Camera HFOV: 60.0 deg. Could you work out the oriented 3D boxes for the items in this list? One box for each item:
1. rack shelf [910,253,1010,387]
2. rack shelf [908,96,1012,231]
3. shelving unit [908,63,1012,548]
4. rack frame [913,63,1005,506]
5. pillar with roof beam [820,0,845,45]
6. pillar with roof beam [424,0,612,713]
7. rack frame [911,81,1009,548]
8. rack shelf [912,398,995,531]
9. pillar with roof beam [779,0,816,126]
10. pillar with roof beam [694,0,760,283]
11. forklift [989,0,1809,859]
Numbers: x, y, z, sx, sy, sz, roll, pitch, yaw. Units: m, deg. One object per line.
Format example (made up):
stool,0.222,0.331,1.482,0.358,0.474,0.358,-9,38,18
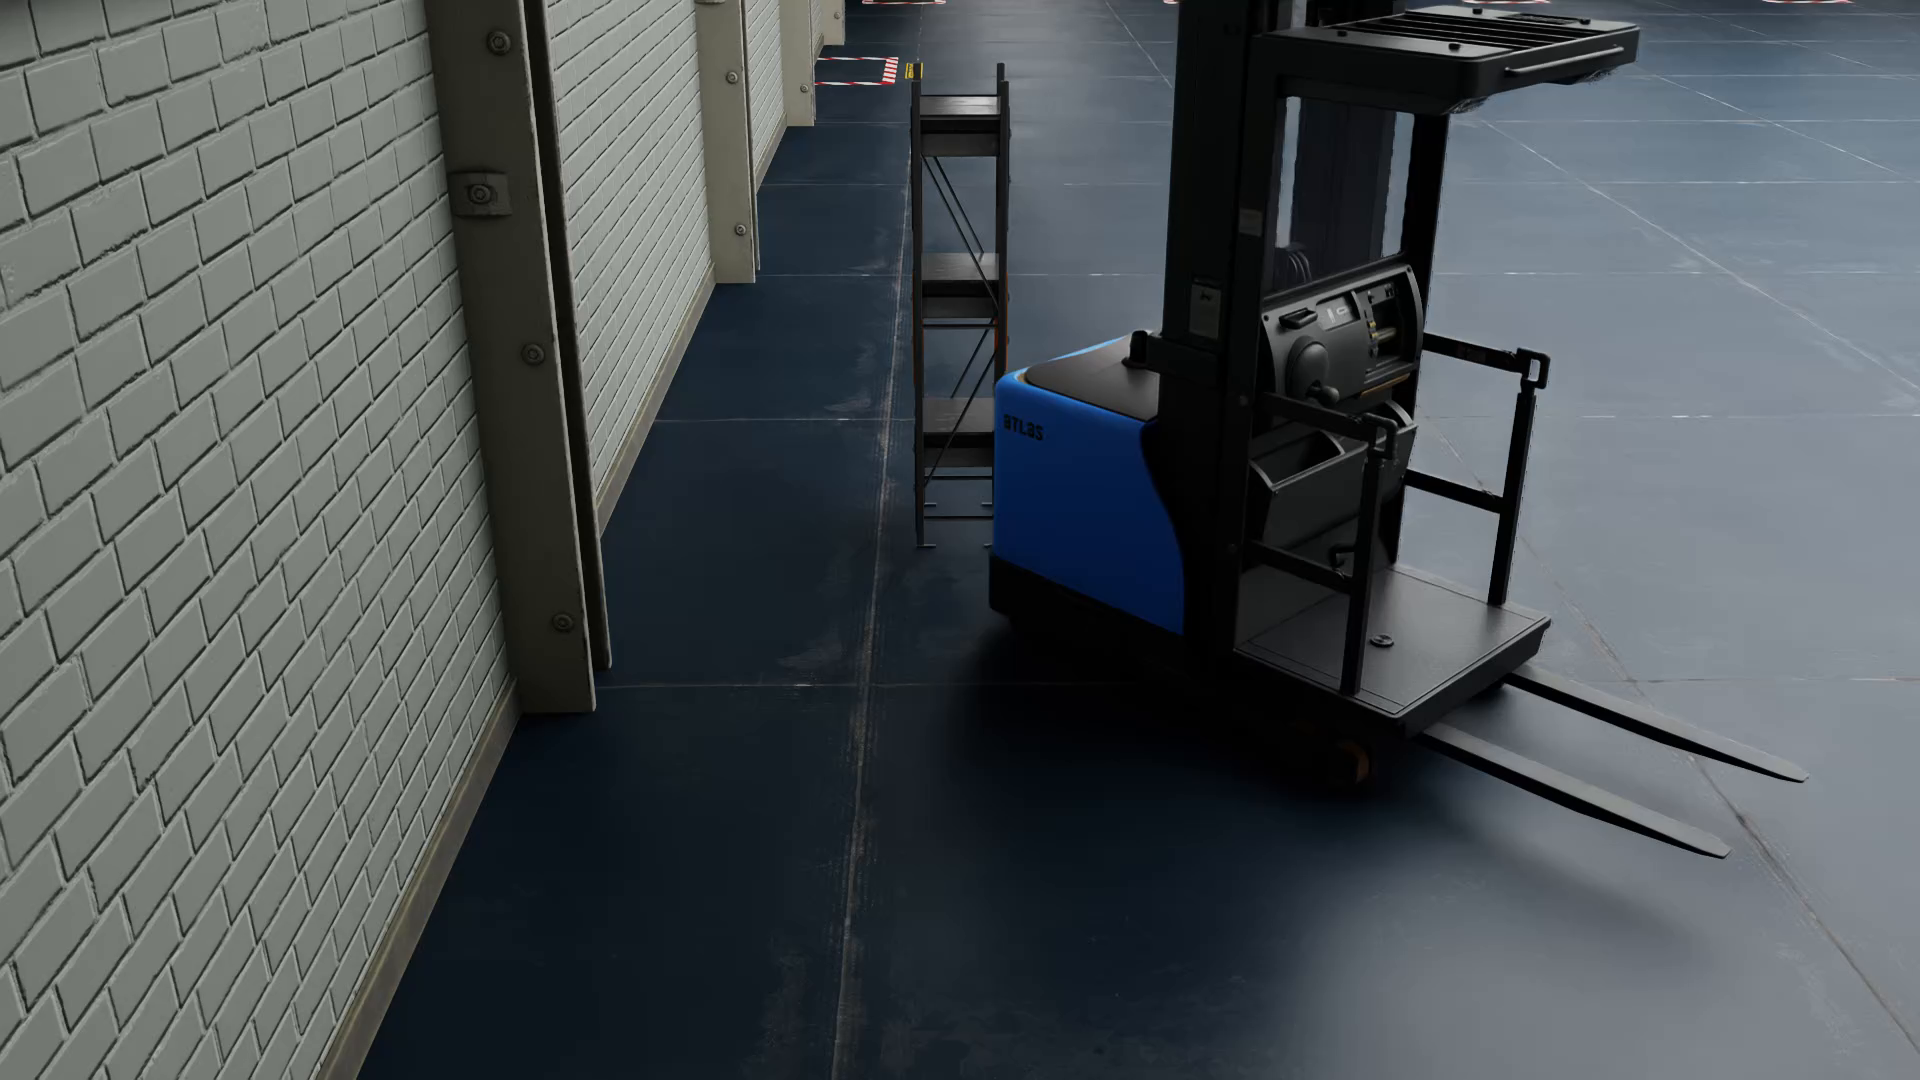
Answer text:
rack shelf,-0.002,-1.012,7.474,0.431,0.518,0.480,0,24,-1
rack shelf,-0.002,-1.650,7.185,0.431,0.518,0.480,0,24,-1
shelving unit,-0.002,-1.025,7.468,0.431,2.100,0.503,0,24,-1
rack frame,-0.004,-1.125,7.690,0.400,2.100,0.015,0,24,-1
pillar with roof beam,2.562,-10.965,21.075,9.100,9.000,0.400,0,24,-1
pillar with roof beam,2.758,-3.548,4.675,9.100,9.000,0.400,0,24,-1
rack frame,0.001,-0.924,7.246,0.400,2.100,0.015,0,24,-1
rack shelf,-0.002,-0.375,7.762,0.431,0.518,0.480,0,24,-1
pillar with roof beam,2.627,-8.493,15.608,9.100,9.000,0.400,0,24,-1
pillar with roof beam,2.693,-6.021,10.142,9.100,9.000,0.400,0,24,-1
forklift,1.510,-0.706,5.755,1.130,2.935,3.031,-22,32,-39
